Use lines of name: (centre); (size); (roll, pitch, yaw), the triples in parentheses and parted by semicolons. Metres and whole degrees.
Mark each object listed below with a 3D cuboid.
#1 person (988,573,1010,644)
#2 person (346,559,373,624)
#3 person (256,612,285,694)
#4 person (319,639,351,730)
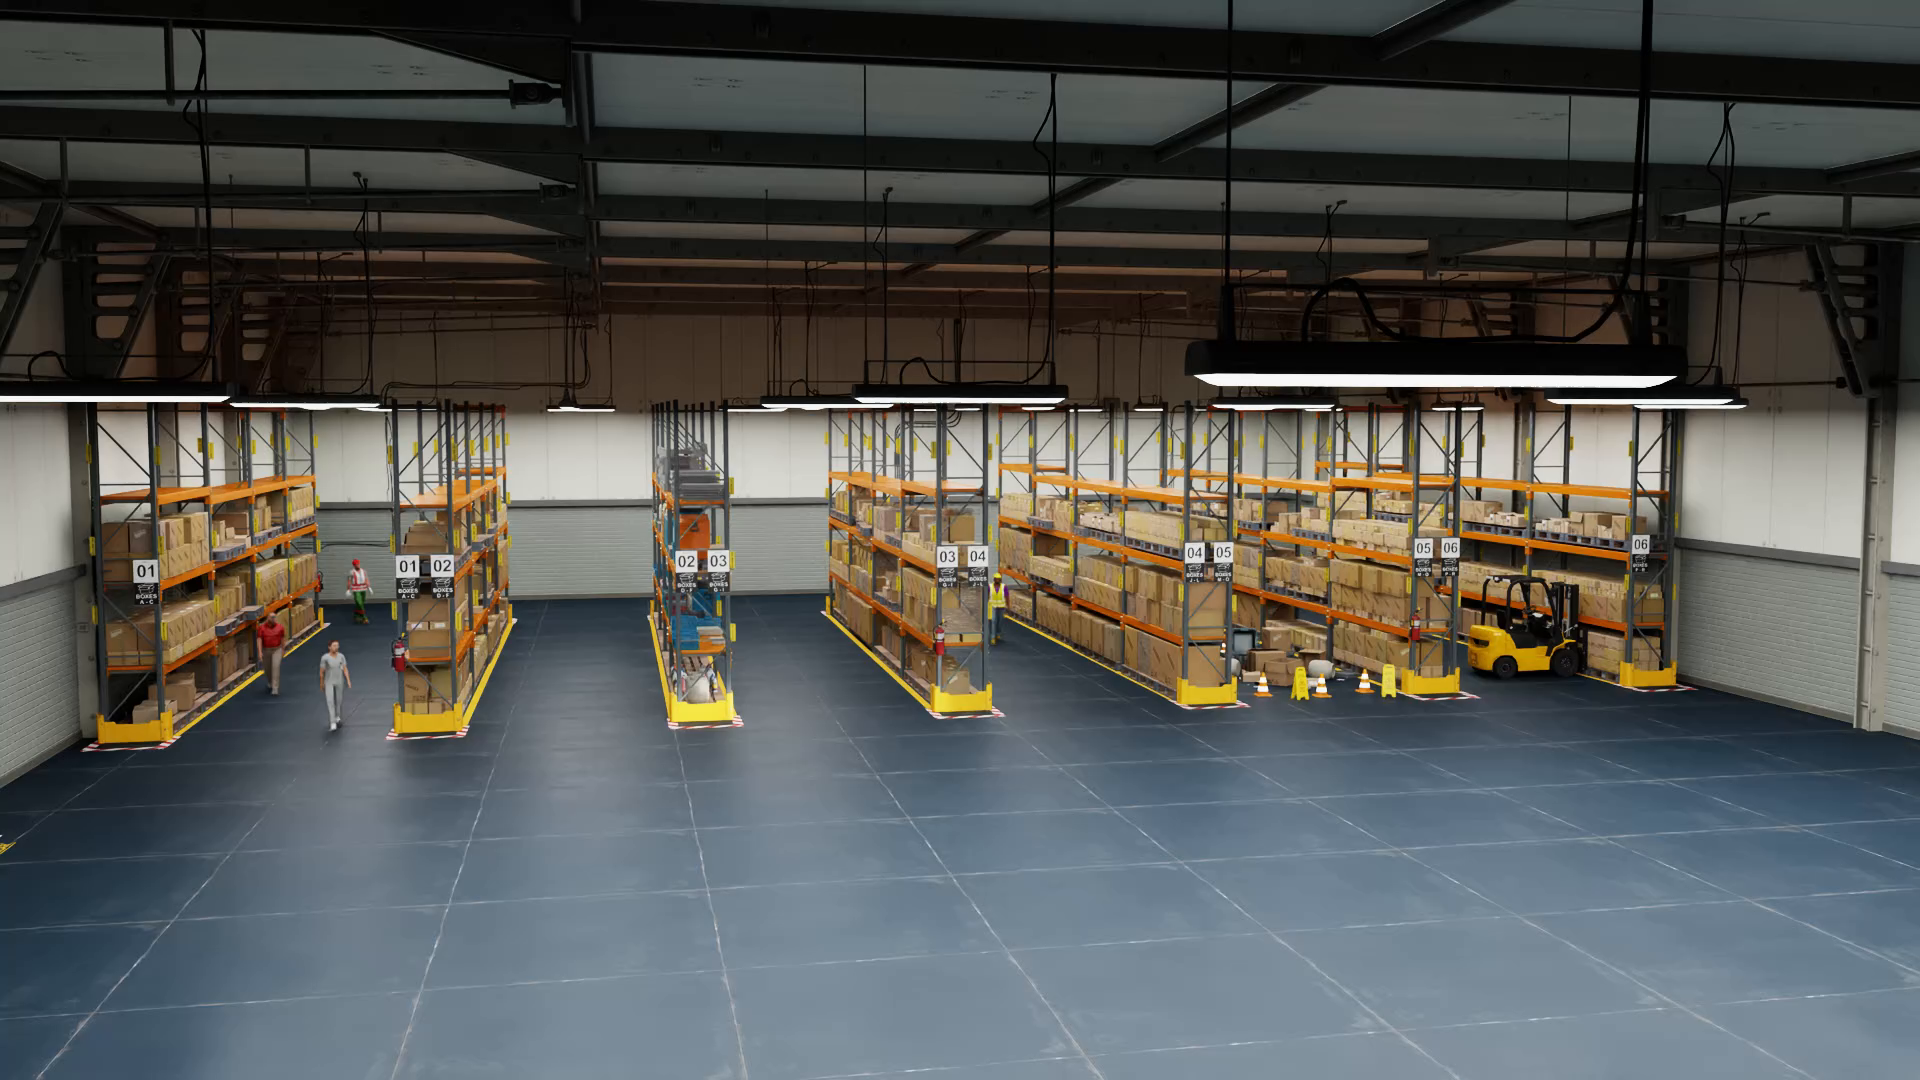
person: (0.943, 1.691, 41.772); (0.612, 1.726, 1.005); (0, 4, -3)
person: (-16.408, 1.390, 45.553); (0.972, 1.732, 0.630); (3, 5, 37)
person: (-14.157, 2.295, 34.164); (0.505, 1.664, 1.110); (-1, 4, -12)
person: (-11.425, 2.601, 30.385); (0.520, 1.599, 1.097); (-2, 5, -28)
